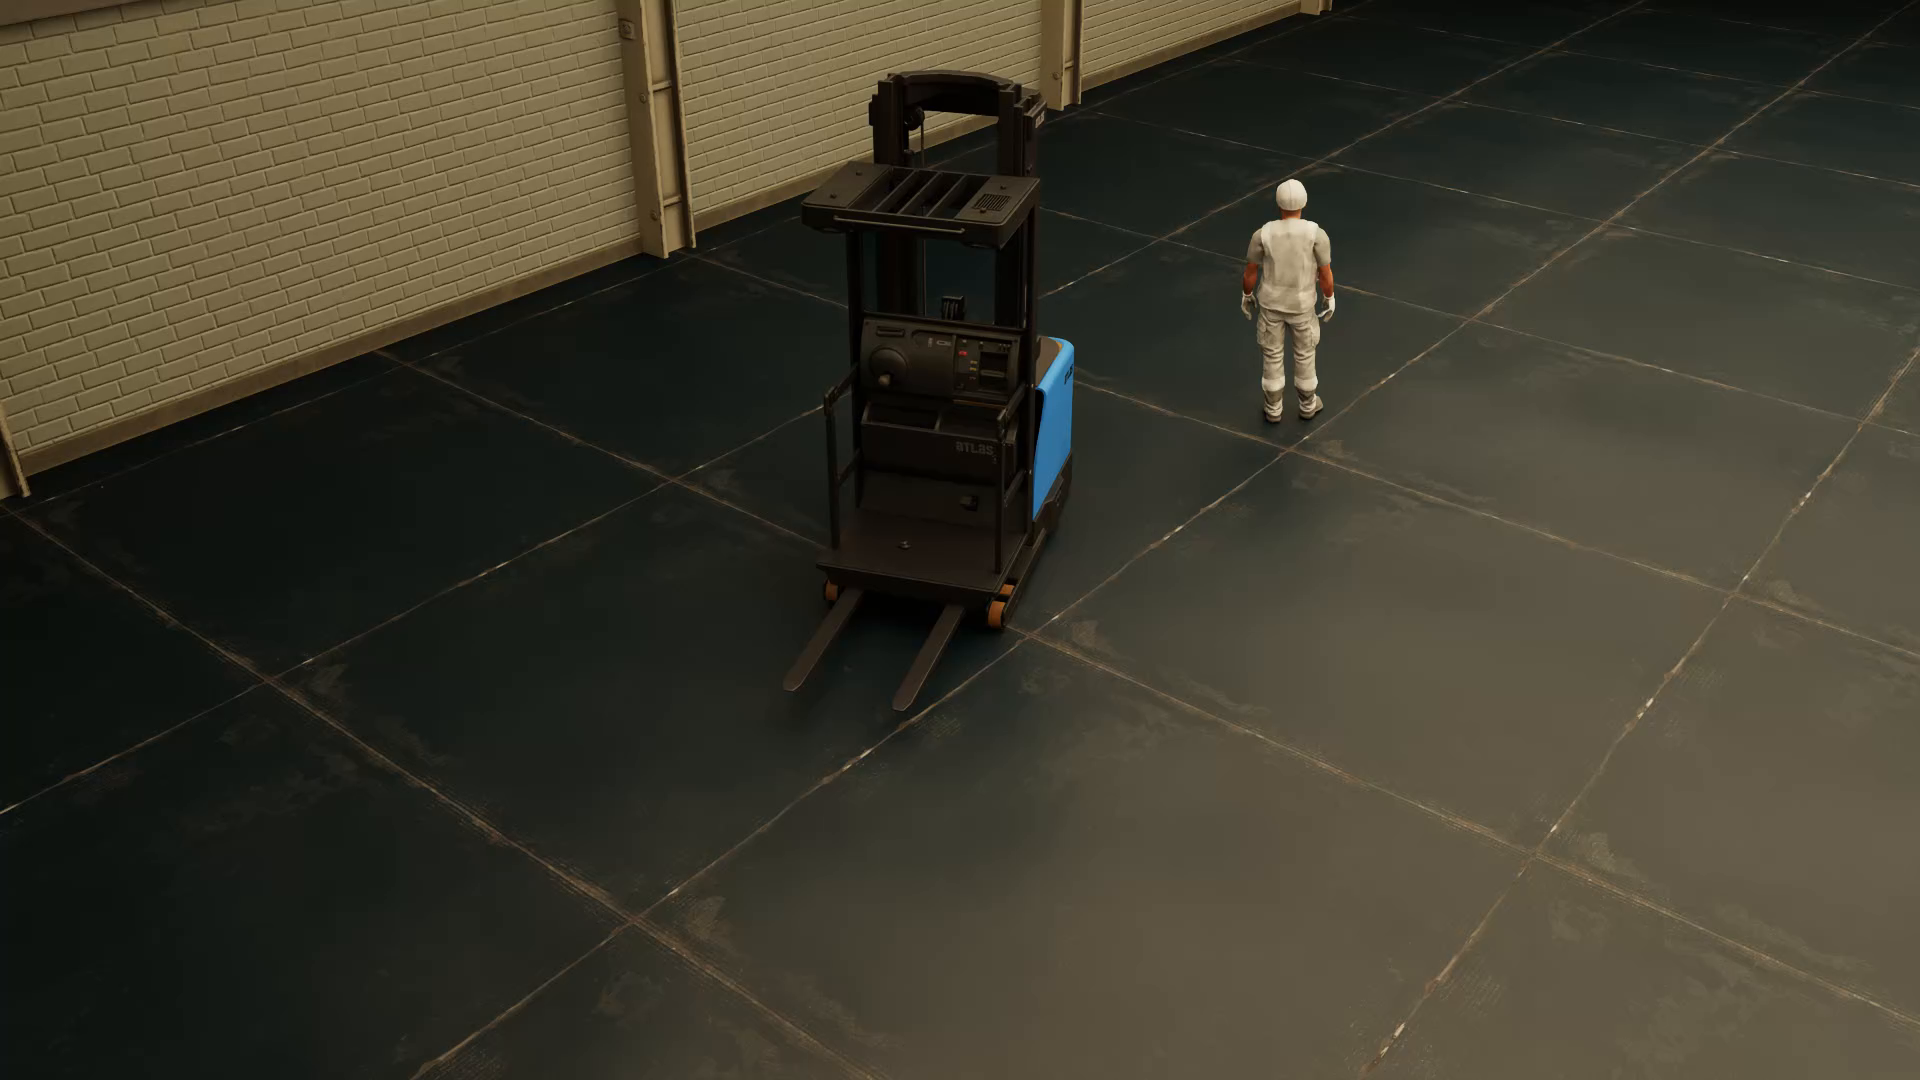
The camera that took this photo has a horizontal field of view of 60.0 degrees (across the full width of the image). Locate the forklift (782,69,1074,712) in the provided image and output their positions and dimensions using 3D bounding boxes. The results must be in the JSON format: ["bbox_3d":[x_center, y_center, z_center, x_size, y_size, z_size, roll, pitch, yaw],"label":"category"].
[{"bbox_3d":[-0.176,-0.972,9.258,1.130,2.935,3.031,9,31,14],"label":"forklift"}]

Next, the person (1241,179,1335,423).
[{"bbox_3d":[2.291,-1.675,11.580,0.637,1.790,0.561,8,31,14],"label":"person"}]
